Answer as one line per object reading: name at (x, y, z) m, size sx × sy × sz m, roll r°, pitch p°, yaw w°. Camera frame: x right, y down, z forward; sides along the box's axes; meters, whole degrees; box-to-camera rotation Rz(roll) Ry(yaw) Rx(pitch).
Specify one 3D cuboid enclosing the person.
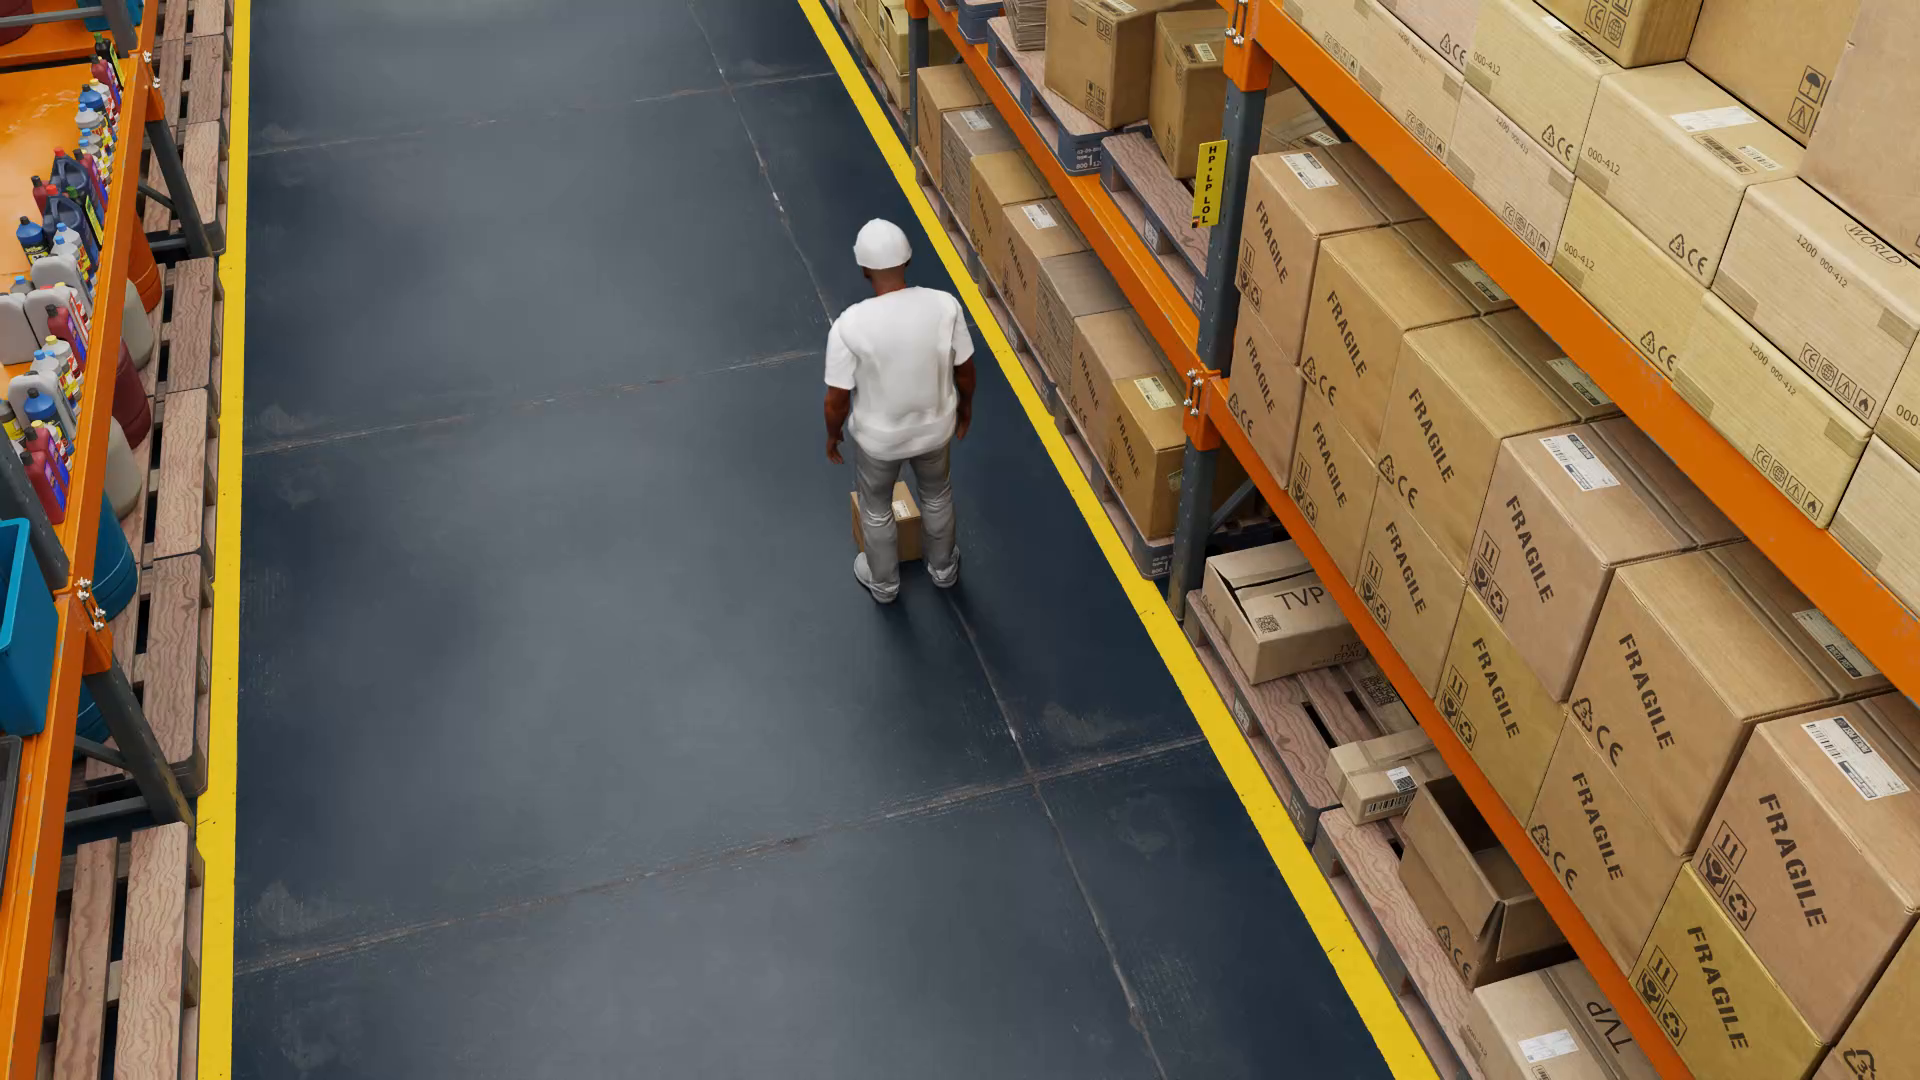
person at (-0.243, -0.481, 6.680) m, size 0.628 × 1.761 × 0.457 m, roll -13°, pitch 44°, yaw -14°
